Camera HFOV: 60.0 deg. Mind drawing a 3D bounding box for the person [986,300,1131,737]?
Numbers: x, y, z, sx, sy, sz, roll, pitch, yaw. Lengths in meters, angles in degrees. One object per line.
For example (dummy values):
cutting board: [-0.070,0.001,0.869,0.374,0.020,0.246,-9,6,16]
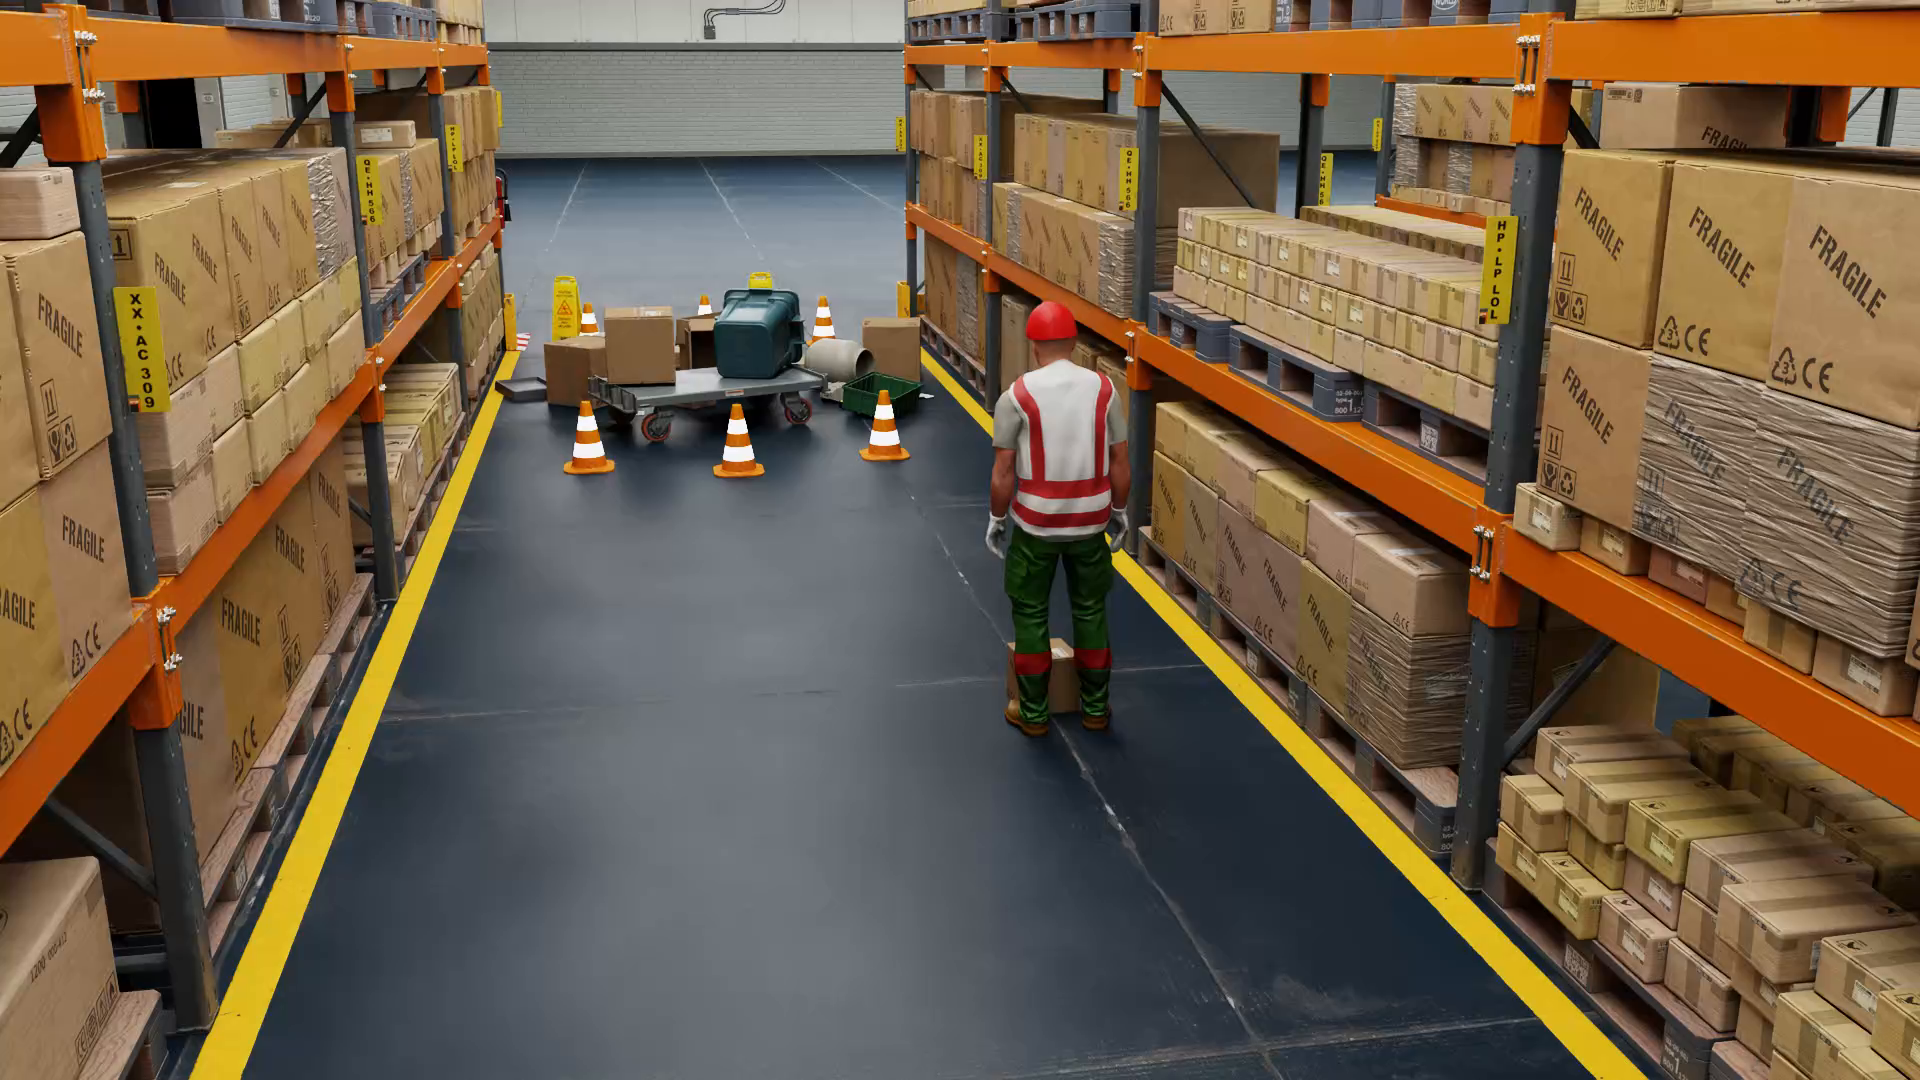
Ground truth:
person: [0.401,-0.076,6.769,0.604,1.778,0.451,-3,17,-11]
